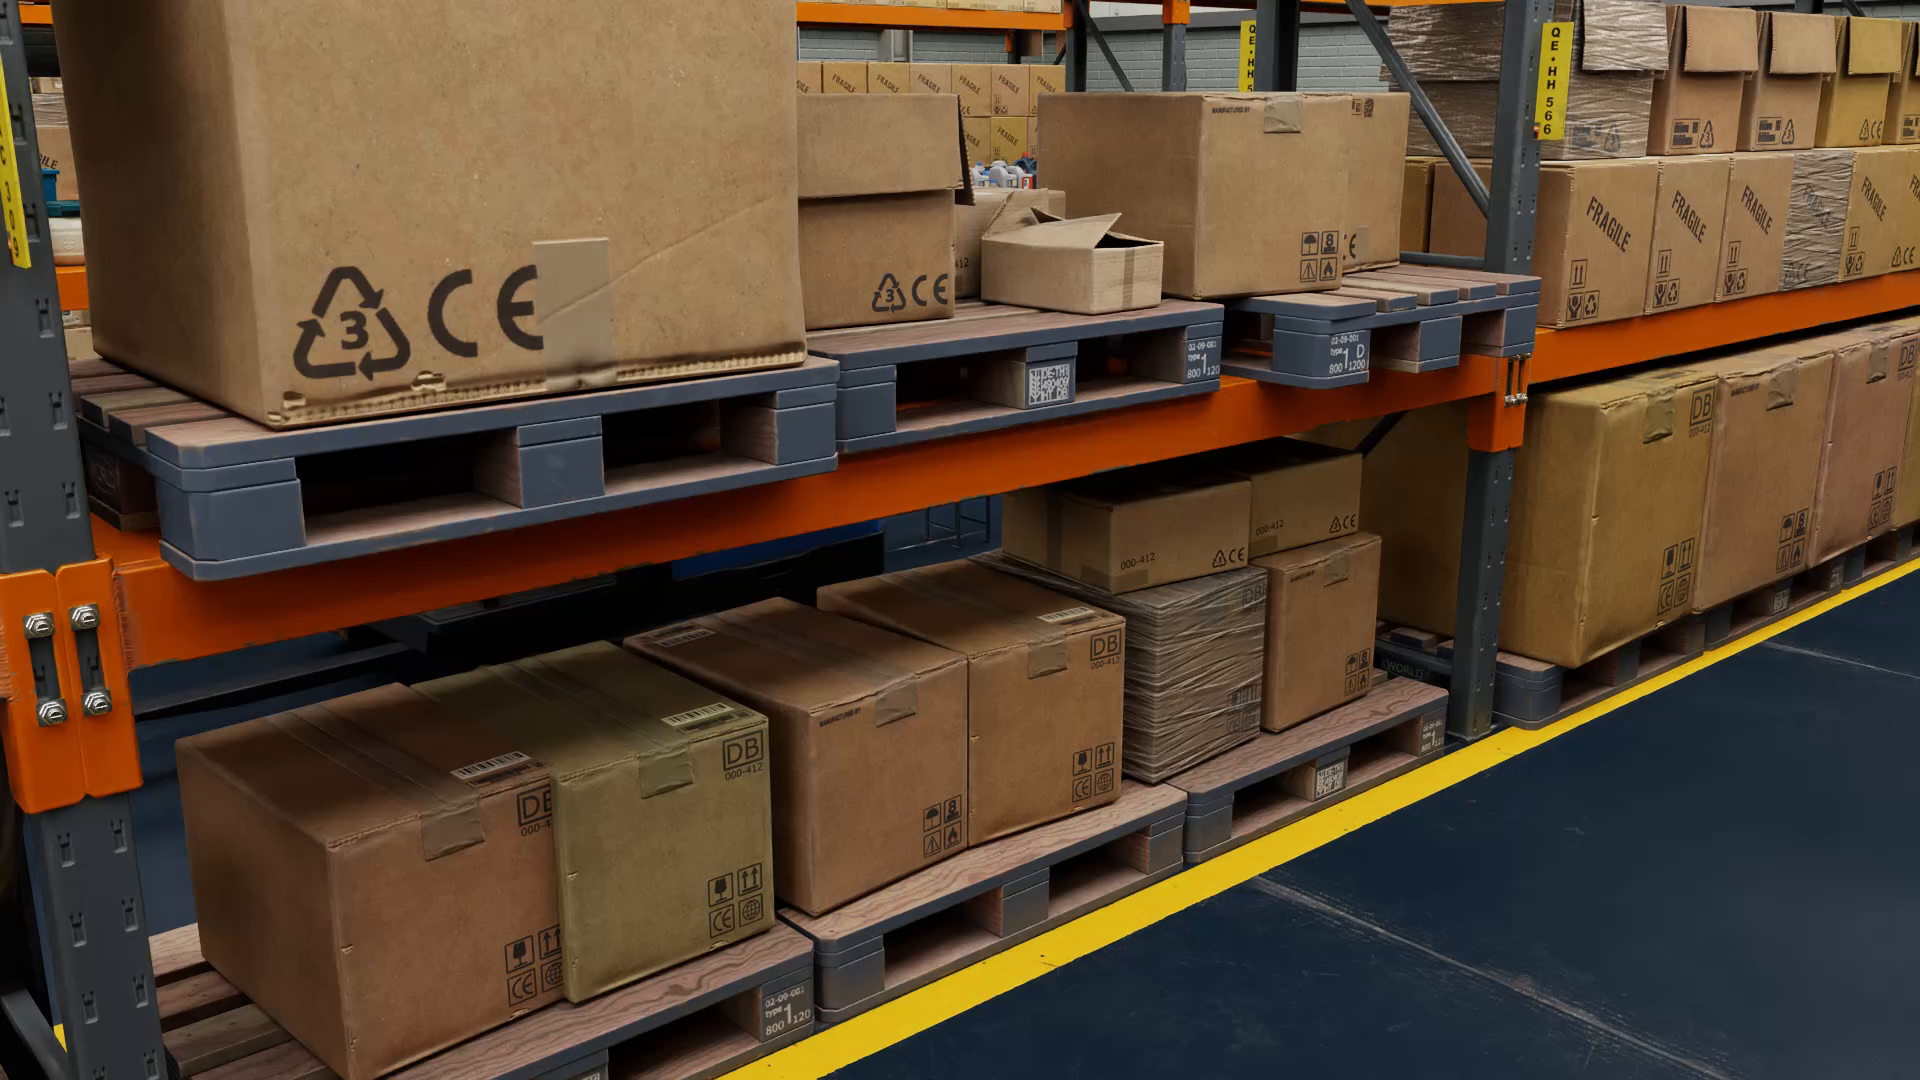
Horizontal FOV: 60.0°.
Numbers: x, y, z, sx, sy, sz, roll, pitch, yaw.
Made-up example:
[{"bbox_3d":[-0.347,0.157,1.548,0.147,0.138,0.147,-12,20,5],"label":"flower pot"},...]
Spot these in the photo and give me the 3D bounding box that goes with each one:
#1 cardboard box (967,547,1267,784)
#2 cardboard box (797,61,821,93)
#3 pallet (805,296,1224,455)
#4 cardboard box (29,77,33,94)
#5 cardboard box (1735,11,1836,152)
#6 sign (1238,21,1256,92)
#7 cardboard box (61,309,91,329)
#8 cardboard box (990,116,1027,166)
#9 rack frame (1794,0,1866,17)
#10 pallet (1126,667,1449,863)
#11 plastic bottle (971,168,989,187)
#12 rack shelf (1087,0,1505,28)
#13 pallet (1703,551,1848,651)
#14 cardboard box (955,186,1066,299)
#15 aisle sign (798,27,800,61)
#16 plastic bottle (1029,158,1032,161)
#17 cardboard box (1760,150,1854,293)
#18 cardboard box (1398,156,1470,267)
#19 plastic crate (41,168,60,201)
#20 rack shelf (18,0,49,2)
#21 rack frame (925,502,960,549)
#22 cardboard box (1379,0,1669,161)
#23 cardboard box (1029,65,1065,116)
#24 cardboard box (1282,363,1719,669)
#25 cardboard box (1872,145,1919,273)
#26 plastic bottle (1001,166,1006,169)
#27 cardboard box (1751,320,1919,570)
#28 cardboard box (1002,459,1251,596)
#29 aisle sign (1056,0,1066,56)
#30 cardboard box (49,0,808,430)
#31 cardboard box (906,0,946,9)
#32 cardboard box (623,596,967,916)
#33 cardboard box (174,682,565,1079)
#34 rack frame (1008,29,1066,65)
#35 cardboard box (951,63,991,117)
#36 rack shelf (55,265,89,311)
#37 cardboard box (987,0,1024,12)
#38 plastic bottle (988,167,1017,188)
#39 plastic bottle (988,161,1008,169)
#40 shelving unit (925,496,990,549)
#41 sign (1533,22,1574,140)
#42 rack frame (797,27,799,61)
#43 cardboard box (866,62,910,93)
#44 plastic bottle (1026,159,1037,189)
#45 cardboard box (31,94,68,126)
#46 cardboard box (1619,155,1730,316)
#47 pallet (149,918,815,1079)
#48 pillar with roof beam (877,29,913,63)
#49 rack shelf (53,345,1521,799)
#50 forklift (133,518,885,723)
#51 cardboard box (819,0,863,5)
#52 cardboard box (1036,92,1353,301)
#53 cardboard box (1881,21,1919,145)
[{"bbox_3d":[0.441,0.305,4.786,0.700,0.500,0.500,14,20,42],"label":"cardboard box"},{"bbox_3d":[-1.599,-4.067,15.031,0.500,0.500,0.500,-12,19,-38],"label":"cardboard box"},{"bbox_3d":[-0.123,-0.468,4.060,1.213,0.211,1.003,-13,19,-39],"label":"pallet"},{"bbox_3d":[-8.885,-4.249,15.542,0.380,0.149,0.250,12,19,38],"label":"cardboard box"},{"bbox_3d":[2.900,-1.782,6.471,0.637,0.503,0.797,-12,19,-38],"label":"cardboard box"},{"bbox_3d":[0.976,-1.571,5.573,0.005,0.325,0.100,-13,19,-39],"label":"sign"},{"bbox_3d":[-6.161,-1.667,11.607,0.500,0.311,0.500,-13,20,-40],"label":"cardboard box"},{"bbox_3d":[0.330,-4.019,16.790,0.500,0.500,0.500,-12,19,-39],"label":"cardboard box"},{"bbox_3d":[4.361,-1.581,7.857,0.127,3.000,1.000,-13,19,-39],"label":"rack frame"},{"bbox_3d":[0.753,0.576,5.186,1.213,0.211,1.003,-13,19,-39],"label":"pallet"},{"bbox_3d":[0.092,-2.146,10.214,0.135,0.276,0.152,-13,19,-39],"label":"plastic bottle"},{"bbox_3d":[2.618,-3.986,12.441,4.000,0.370,1.077,-13,19,-39],"label":"rack shelf"},{"bbox_3d":[2.907,0.119,6.895,1.213,0.211,1.003,-13,19,-39],"label":"pallet"},{"bbox_3d":[-0.072,-0.795,4.390,0.500,0.250,0.500,-13,20,-41],"label":"cardboard box"},{"bbox_3d":[-2.125,-6.362,20.716,0.004,0.787,0.394,-13,19,-39],"label":"aisle sign"},{"bbox_3d":[0.452,-2.487,11.476,0.133,0.283,0.061,-13,19,-39],"label":"plastic bottle"},{"bbox_3d":[3.039,-1.241,6.389,0.500,0.500,0.500,-13,19,-39],"label":"cardboard box"},{"bbox_3d":[1.553,-1.084,5.801,0.500,0.500,0.500,-12,19,-38],"label":"cardboard box"},{"bbox_3d":[-4.298,-1.430,7.322,0.575,0.384,0.392,-13,19,-39],"label":"plastic crate"},{"bbox_3d":[-6.666,-3.596,10.980,4.000,0.370,1.077,-13,19,-39],"label":"rack shelf"},{"bbox_3d":[-0.080,-0.562,7.528,0.006,1.200,0.240,-13,19,-39],"label":"rack frame"},{"bbox_3d":[1.905,-1.557,5.630,0.637,0.503,0.797,-12,19,-38],"label":"cardboard box"},{"bbox_3d":[0.723,-4.590,16.992,0.500,0.500,0.500,-13,20,-40],"label":"cardboard box"},{"bbox_3d":[1.877,-0.193,5.963,0.875,0.875,1.225,-14,20,-42],"label":"cardboard box"},{"bbox_3d":[3.809,-1.415,7.040,0.500,0.500,0.500,-12,19,-38],"label":"cardboard box"},{"bbox_3d":[0.272,-2.227,10.526,0.097,0.271,0.097,0,15,0],"label":"plastic bottle"},{"bbox_3d":[3.217,-0.494,7.090,0.875,0.875,1.225,-14,20,-41],"label":"cardboard box"},{"bbox_3d":[0.464,-0.060,4.699,0.500,0.250,0.500,-10,18,-33],"label":"cardboard box"},{"bbox_3d":[1.131,-5.396,17.101,0.004,0.787,0.394,-13,19,-39],"label":"aisle sign"},{"bbox_3d":[-0.983,-0.826,3.054,1.000,1.000,1.000,-12,19,-39],"label":"cardboard box"},{"bbox_3d":[-0.477,-5.175,15.790,0.500,0.250,0.500,-13,19,-39],"label":"cardboard box"},{"bbox_3d":[-0.403,0.497,4.067,0.700,0.500,0.500,14,20,42],"label":"cardboard box"},{"bbox_3d":[-1.197,0.669,3.423,0.700,0.500,0.500,14,21,43],"label":"cardboard box"},{"bbox_3d":[0.878,-4.188,17.616,0.127,3.000,1.000,-13,19,-39],"label":"rack frame"},{"bbox_3d":[-0.046,-4.416,16.339,0.500,0.500,0.500,-12,19,-38],"label":"cardboard box"},{"bbox_3d":[-3.417,-1.182,7.755,4.000,0.370,1.077,-13,19,-39],"label":"rack shelf"},{"bbox_3d":[0.279,-5.344,16.422,0.500,0.250,0.500,-13,19,-39],"label":"cardboard box"},{"bbox_3d":[0.267,-2.186,10.361,0.135,0.276,0.152,-13,19,-39],"label":"plastic bottle"},{"bbox_3d":[0.234,-2.419,11.235,0.135,0.276,0.152,-13,19,-39],"label":"plastic bottle"},{"bbox_3d":[-0.011,-0.577,7.586,0.189,1.200,0.258,-13,19,-39],"label":"shelving unit"},{"bbox_3d":[1.706,-1.321,4.792,0.005,0.325,0.100,-13,19,-39],"label":"sign"},{"bbox_3d":[-2.377,-5.152,21.224,0.127,3.000,1.000,-13,19,-39],"label":"rack frame"},{"bbox_3d":[-0.822,-4.241,15.685,0.500,0.500,0.500,-13,20,-41],"label":"cardboard box"},{"bbox_3d":[0.491,-2.271,10.535,0.185,0.351,0.144,-13,19,-39],"label":"plastic bottle"},{"bbox_3d":[-8.760,-3.976,15.776,0.700,0.500,0.500,13,20,40],"label":"cardboard box"},{"bbox_3d":[2.276,-1.069,5.746,0.500,0.500,0.500,-13,20,-41],"label":"cardboard box"},{"bbox_3d":[-1.088,0.989,3.638,1.213,0.211,1.003,-13,19,-39],"label":"pallet"},{"bbox_3d":[1.918,-7.838,19.655,0.400,9.000,9.100,-13,19,-39],"label":"pillar with roof beam"},{"bbox_3d":[-0.166,-0.217,4.145,4.000,0.370,1.077,-13,19,-39],"label":"rack shelf"},{"bbox_3d":[-1.716,-0.984,5.754,3.031,2.935,1.130,-14,20,-42],"label":"forklift"},{"bbox_3d":[-1.230,-5.005,15.154,0.500,0.250,0.500,-13,19,-39],"label":"cardboard box"},{"bbox_3d":[0.606,-0.942,4.455,0.500,0.500,0.700,-9,18,-31],"label":"cardboard box"},{"bbox_3d":[3.884,-2.004,7.304,0.637,0.503,0.797,-13,20,-41],"label":"cardboard box"}]
